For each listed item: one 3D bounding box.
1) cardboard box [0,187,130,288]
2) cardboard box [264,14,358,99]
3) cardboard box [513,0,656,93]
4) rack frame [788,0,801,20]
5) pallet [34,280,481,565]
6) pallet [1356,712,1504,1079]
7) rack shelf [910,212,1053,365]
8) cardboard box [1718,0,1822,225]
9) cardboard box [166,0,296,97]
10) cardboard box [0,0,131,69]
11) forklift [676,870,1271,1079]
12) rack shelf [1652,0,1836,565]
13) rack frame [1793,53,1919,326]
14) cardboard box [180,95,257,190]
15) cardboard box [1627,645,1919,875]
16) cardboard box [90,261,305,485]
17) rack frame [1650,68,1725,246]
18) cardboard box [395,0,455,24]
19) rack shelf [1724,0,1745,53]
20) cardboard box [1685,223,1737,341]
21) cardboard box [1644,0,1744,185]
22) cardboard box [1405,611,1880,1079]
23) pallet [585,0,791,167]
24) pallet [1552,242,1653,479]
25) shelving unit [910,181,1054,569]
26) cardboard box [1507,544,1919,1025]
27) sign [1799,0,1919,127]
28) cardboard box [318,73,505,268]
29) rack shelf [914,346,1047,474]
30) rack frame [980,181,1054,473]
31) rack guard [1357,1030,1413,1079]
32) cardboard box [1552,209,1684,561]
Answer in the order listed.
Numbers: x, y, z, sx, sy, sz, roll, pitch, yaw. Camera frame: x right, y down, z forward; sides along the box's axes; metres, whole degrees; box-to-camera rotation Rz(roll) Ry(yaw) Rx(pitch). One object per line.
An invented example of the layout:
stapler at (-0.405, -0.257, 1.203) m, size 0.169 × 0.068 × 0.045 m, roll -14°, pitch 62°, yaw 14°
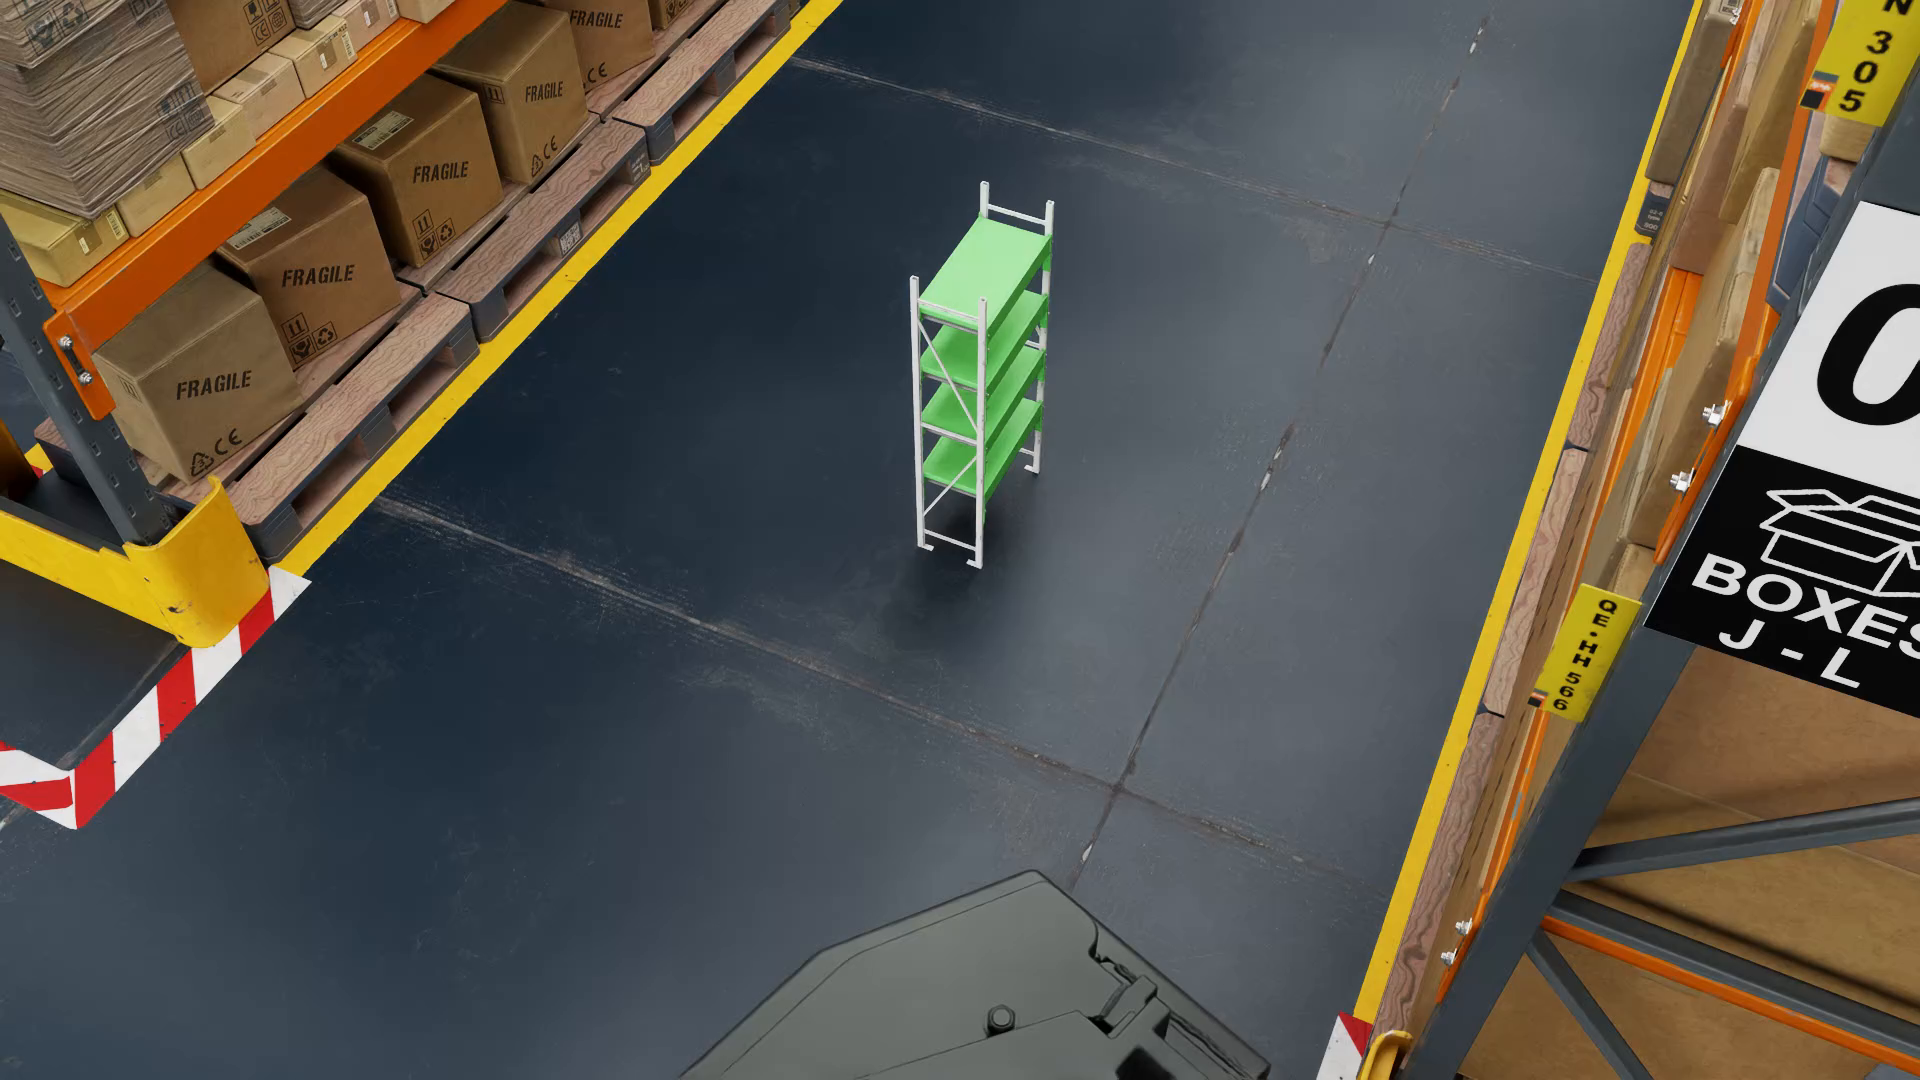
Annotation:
cardboard box at (-2.605, -0.893, 4.705) m, size 0.380 × 0.149 × 0.250 m, roll 20°, pitch 52°, yaw 16°
cardboard box at (-2.160, -1.575, 5.285) m, size 0.380 × 0.149 × 0.250 m, roll 20°, pitch 52°, yaw 16°
cardboard box at (-1.679, -2.277, 7.083) m, size 0.500 × 0.500 × 0.500 m, roll 36°, pitch 58°, yaw 27°
rack frame at (-1.234, -3.610, 6.852) m, size 1.000 × 3.000 × 0.127 m, roll 20°, pitch 52°, yaw 16°
pallet at (-2.531, -0.552, 6.081) m, size 1.003 × 0.211 × 1.213 m, roll 20°, pitch 52°, yaw 16°
pallet at (1.769, 1.155, 4.628) m, size 1.003 × 0.211 × 1.213 m, roll 20°, pitch 52°, yaw 16°
rack shelf at (0.071, -0.772, 5.073) m, size 0.258 × 0.148 × 0.480 m, roll 20°, pitch 52°, yaw 16°
cardboard box at (2.315, -0.971, 3.799) m, size 0.875 × 0.550 × 0.500 m, roll 20°, pitch 52°, yaw 16°
cardboard box at (-2.578, -1.738, 4.998) m, size 0.875 × 0.500 × 0.500 m, roll 20°, pitch 52°, yaw 16°
cardboard box at (-2.461, -1.598, 4.223) m, size 0.500 × 0.500 × 0.500 m, roll 20°, pitch 52°, yaw 16°
forklift at (0.287, 1.846, 2.255) m, size 3.031 × 2.935 × 1.130 m, roll 36°, pitch 58°, yaw 27°
rack shelf at (2.353, -1.288, 3.380) m, size 1.077 × 0.370 × 4.000 m, roll 20°, pitch 52°, yaw 16°
rack frame at (1.499, -1.116, 0.791) m, size 1.000 × 3.000 × 0.127 m, roll 20°, pitch 52°, yaw 16°
cardboard box at (-2.361, -1.226, 4.989) m, size 0.380 × 0.149 × 0.250 m, roll 20°, pitch 52°, yaw 16°
cardboard box at (1.692, 0.186, 2.814) m, size 0.875 × 0.550 × 0.550 m, roll 20°, pitch 52°, yaw 16°
cardboard box at (-2.661, -0.606, 5.662) m, size 0.500 × 0.500 × 0.500 m, roll 29°, pitch 55°, yaw 22°
rack frame at (3.207, -1.927, 5.420) m, size 1.000 × 3.000 × 0.127 m, roll 20°, pitch 52°, yaw 16°
cardboard box at (-1.877, -1.894, 5.557) m, size 0.380 × 0.149 × 0.250 m, roll 20°, pitch 52°, yaw 16°
rack shelf at (4.062, -3.071, 6.866) m, size 1.077 × 0.370 × 4.000 m, roll 20°, pitch 52°, yaw 16°
cardboard box at (2.373, -0.600, 4.193) m, size 0.875 × 0.550 × 0.500 m, roll 20°, pitch 52°, yaw 16°
cardboard box at (3.391, -1.790, 6.505) m, size 1.050 × 0.750 × 0.750 m, roll 20°, pitch 52°, yaw 16°
cardboard box at (1.729, 0.892, 4.141) m, size 0.875 × 0.875 × 0.875 m, roll 20°, pitch 53°, yaw 16°
pallet at (-1.489, -2.232, 7.511) m, size 1.003 × 0.211 × 1.213 m, roll 20°, pitch 52°, yaw 16°
pallet at (2.812, -0.525, 6.058) m, size 1.003 × 0.211 × 1.213 m, roll 20°, pitch 52°, yaw 16°
shelving unit at (0.071, -0.503, 5.390) m, size 0.258 × 1.200 × 0.503 m, roll 20°, pitch 52°, yaw 16°
cardboard box at (1.616, 0.509, 3.249) m, size 0.875 × 0.550 × 0.550 m, roll 20°, pitch 52°, yaw 16°
sign at (1.014, -0.592, 1.785) m, size 0.100 × 0.325 × 0.005 m, roll 20°, pitch 52°, yaw 16°
cardboard box at (-2.152, -1.454, 6.383) m, size 0.500 × 0.500 × 0.500 m, roll 24°, pitch 54°, yaw 19°
rack shelf at (0.071, -0.461, 5.439) m, size 0.258 × 0.148 × 0.480 m, roll 20°, pitch 52°, yaw 16°
rack frame at (0.175, -0.671, 5.533) m, size 0.240 × 1.200 × 0.015 m, roll 20°, pitch 52°, yaw 16°
rack guard at (1.488, 1.654, 4.014) m, size 1.175 × 0.500 × 0.348 m, roll 20°, pitch 52°, yaw 16°
cardboard box at (2.494, -0.342, 5.191) m, size 0.875 × 0.875 × 0.875 m, roll 20°, pitch 53°, yaw 16°
